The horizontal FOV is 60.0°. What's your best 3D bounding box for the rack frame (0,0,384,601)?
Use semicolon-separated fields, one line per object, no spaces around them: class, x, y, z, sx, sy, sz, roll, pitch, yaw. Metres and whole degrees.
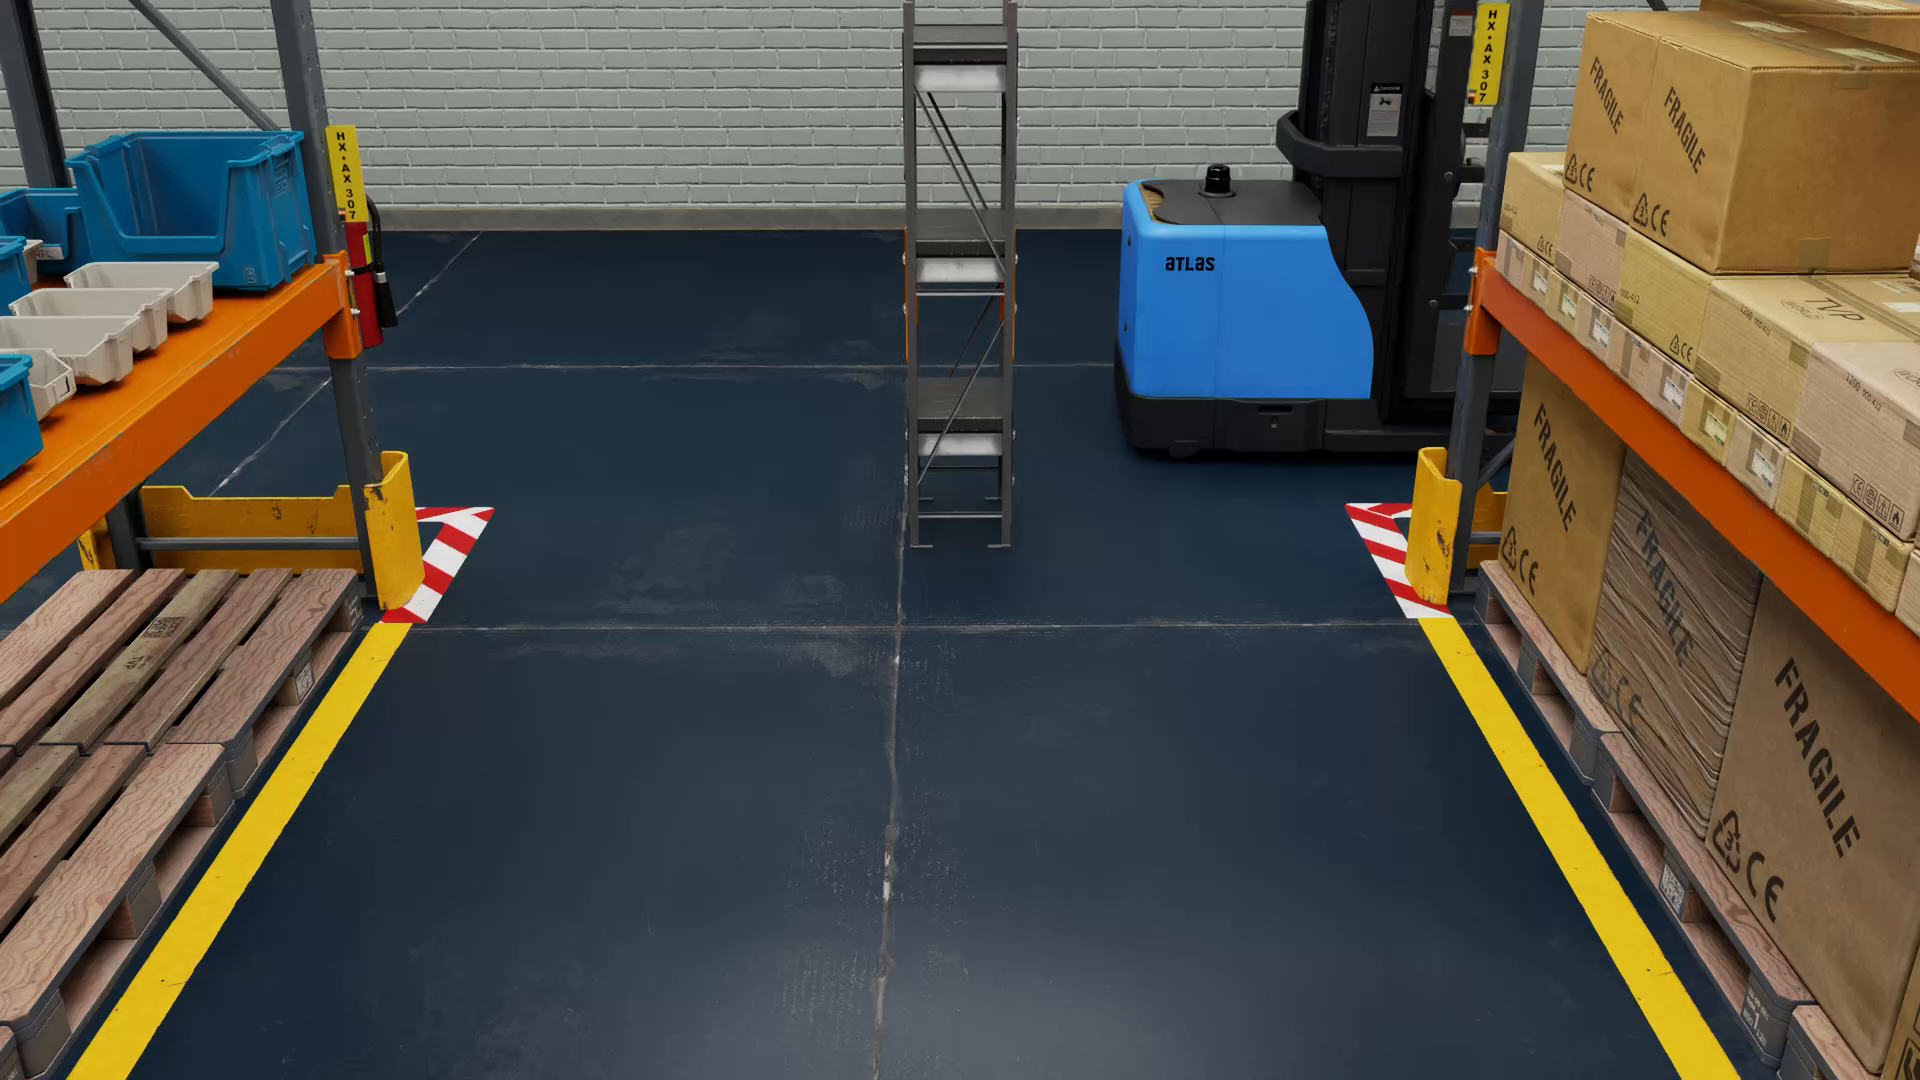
rack frame;-2.639;-1.164;5.683;1.000;3.000;0.127;0;24;-1

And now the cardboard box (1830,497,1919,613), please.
cardboard box;2.015;0.029;3.352;0.380;0.149;0.250;0;24;0

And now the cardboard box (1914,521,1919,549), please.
cardboard box;2.082;0.001;2.928;0.500;0.250;0.500;0;24;1

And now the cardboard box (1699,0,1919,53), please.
cardboard box;2.582;-1.395;5.106;0.500;0.500;0.500;0;24;0

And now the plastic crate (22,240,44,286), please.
plastic crate;-3.045;-0.835;5.204;0.250;0.136;0.298;0;24;-1

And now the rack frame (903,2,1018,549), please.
rack frame;0.001;-0.924;6.246;0.400;2.100;0.015;0;24;-1

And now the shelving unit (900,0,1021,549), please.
shelving unit;-0.002;-1.025;6.468;0.431;2.100;0.503;0;24;-1

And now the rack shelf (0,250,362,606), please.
rack shelf;-2.617;-0.012;4.009;1.077;0.370;4.000;0;24;-1

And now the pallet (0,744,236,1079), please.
pallet;-2.658;0.948;4.397;1.003;0.211;1.213;0;24;-1

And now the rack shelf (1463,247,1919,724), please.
rack shelf;2.336;-0.034;4.058;1.077;0.370;4.000;0;24;-1

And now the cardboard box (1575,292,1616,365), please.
cardboard box;1.999;-0.605;4.752;0.380;0.149;0.250;-1;24;-1

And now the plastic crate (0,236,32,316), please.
plastic crate;-2.958;-0.740;4.877;0.416;0.233;0.300;0;24;-1

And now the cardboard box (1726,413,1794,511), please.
cardboard box;2.011;-0.182;3.817;0.380;0.149;0.250;0;24;0

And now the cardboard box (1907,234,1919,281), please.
cardboard box;2.595;-0.636;4.337;0.500;0.250;0.500;-1;24;-2

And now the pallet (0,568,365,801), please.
pallet;-2.669;0.447;5.506;1.003;0.211;1.213;0;24;-1

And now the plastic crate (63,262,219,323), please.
plastic crate;-2.449;-0.736;4.984;0.396;0.136;0.243;0;24;-1

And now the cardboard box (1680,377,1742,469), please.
cardboard box;2.006;-0.290;4.056;0.380;0.149;0.250;-1;24;-2

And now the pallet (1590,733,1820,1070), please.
pallet;2.411;0.915;4.470;1.003;0.211;1.213;0;24;-1

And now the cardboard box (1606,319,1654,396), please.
cardboard box;2.001;-0.500;4.521;0.380;0.149;0.250;-1;24;-2

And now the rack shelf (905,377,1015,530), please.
rack shelf;-0.002;-0.375;6.762;0.431;0.518;0.480;0;24;-1

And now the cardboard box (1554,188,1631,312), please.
cardboard box;2.061;-0.840;4.788;0.500;0.250;0.500;-1;24;-1

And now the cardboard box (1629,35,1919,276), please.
cardboard box;2.066;-0.976;4.180;0.500;0.500;0.500;-1;24;-2

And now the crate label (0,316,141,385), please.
crate label;-2.433;-0.501;4.466;0.396;0.136;0.243;0;24;-1

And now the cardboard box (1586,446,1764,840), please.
cardboard box;2.411;0.229;4.672;0.875;0.875;0.875;0;24;-1

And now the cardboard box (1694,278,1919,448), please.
cardboard box;2.074;-0.418;3.855;0.500;0.250;0.500;-1;24;-2

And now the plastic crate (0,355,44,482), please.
plastic crate;-2.360;-0.270;3.836;0.416;0.233;0.300;0;24;-1

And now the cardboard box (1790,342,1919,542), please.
cardboard box;2.076;-0.209;3.393;0.500;0.250;0.500;0;24;1

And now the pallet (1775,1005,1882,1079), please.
pallet;2.427;1.419;3.356;1.003;0.211;1.213;0;24;-1

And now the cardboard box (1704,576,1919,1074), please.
cardboard box;2.420;0.596;3.861;0.875;0.875;0.875;0;24;-1

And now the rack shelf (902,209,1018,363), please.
rack shelf;-0.002;-1.012;6.474;0.431;0.518;0.480;0;24;-1

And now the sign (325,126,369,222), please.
sign;-2.089;-1.247;5.669;0.100;0.325;0.005;0;24;-1

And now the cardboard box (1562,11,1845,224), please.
cardboard box;2.055;-1.190;4.652;0.500;0.500;0.500;-1;24;-2

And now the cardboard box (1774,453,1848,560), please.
cardboard box;2.012;-0.077;3.585;0.380;0.149;0.250;-1;24;-1

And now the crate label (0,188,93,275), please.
crate label;-2.965;-1.011;5.477;0.416;0.233;0.303;0;24;-1

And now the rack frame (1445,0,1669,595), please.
rack frame;2.314;-1.186;5.732;1.000;3.000;0.127;0;24;-1

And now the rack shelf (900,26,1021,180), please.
rack shelf;-0.002;-1.650;6.185;0.431;0.518;0.480;0;24;-1

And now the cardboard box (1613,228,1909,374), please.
cardboard box;2.063;-0.633;4.330;0.500;0.250;0.500;-1;24;-2

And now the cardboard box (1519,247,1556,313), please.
cardboard box;1.992;-0.818;5.223;0.380;0.149;0.250;-1;24;-1

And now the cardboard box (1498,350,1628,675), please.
cardboard box;2.401;-0.146;5.501;0.875;0.875;0.875;0;24;-1

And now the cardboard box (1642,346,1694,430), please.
cardboard box;2.004;-0.394;4.286;0.380;0.149;0.250;-1;24;-1

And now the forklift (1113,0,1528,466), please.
forklift;2.280;-1.888;7.368;3.031;2.935;1.130;0;24;1

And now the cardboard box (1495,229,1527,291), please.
cardboard box;1.988;-0.924;5.457;0.380;0.149;0.250;0;24;0

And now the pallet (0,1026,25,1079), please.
pallet;-2.642;1.452;3.283;1.003;0.211;1.213;0;24;-1

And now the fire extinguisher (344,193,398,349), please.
fire extinguisher;-2.186;-1.023;5.918;0.296;0.674;0.183;0;24;-1

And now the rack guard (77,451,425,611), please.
rack guard;-2.652;-0.035;6.220;1.175;0.500;0.348;0;24;-1

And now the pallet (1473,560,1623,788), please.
pallet;2.401;0.414;5.579;1.003;0.211;1.213;0;24;-1

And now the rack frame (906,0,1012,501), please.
rack frame;-0.004;-1.125;6.690;0.400;2.100;0.015;0;24;-1

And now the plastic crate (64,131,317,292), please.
plastic crate;-2.448;-1.070;5.360;0.616;0.435;0.499;0;24;-1

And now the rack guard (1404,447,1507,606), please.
rack guard;2.314;-0.057;6.269;1.175;0.500;0.348;0;24;-1

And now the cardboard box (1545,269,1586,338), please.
cardboard box;1.995;-0.712;4.990;0.380;0.149;0.250;-1;24;-2

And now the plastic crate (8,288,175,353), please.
plastic crate;-2.460;-0.616;4.719;0.396;0.136;0.243;0;24;-1

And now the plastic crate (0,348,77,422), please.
plastic crate;-2.411;-0.380;4.196;0.298;0.136;0.250;0;24;-1

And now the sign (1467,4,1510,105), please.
sign;1.759;-1.616;5.537;0.100;0.325;0.005;0;24;-1

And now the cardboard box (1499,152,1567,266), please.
cardboard box;2.049;-1.054;5.262;0.500;0.250;0.500;-1;24;-2

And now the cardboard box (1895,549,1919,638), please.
cardboard box;2.018;0.135;3.117;0.380;0.149;0.250;0;24;0
